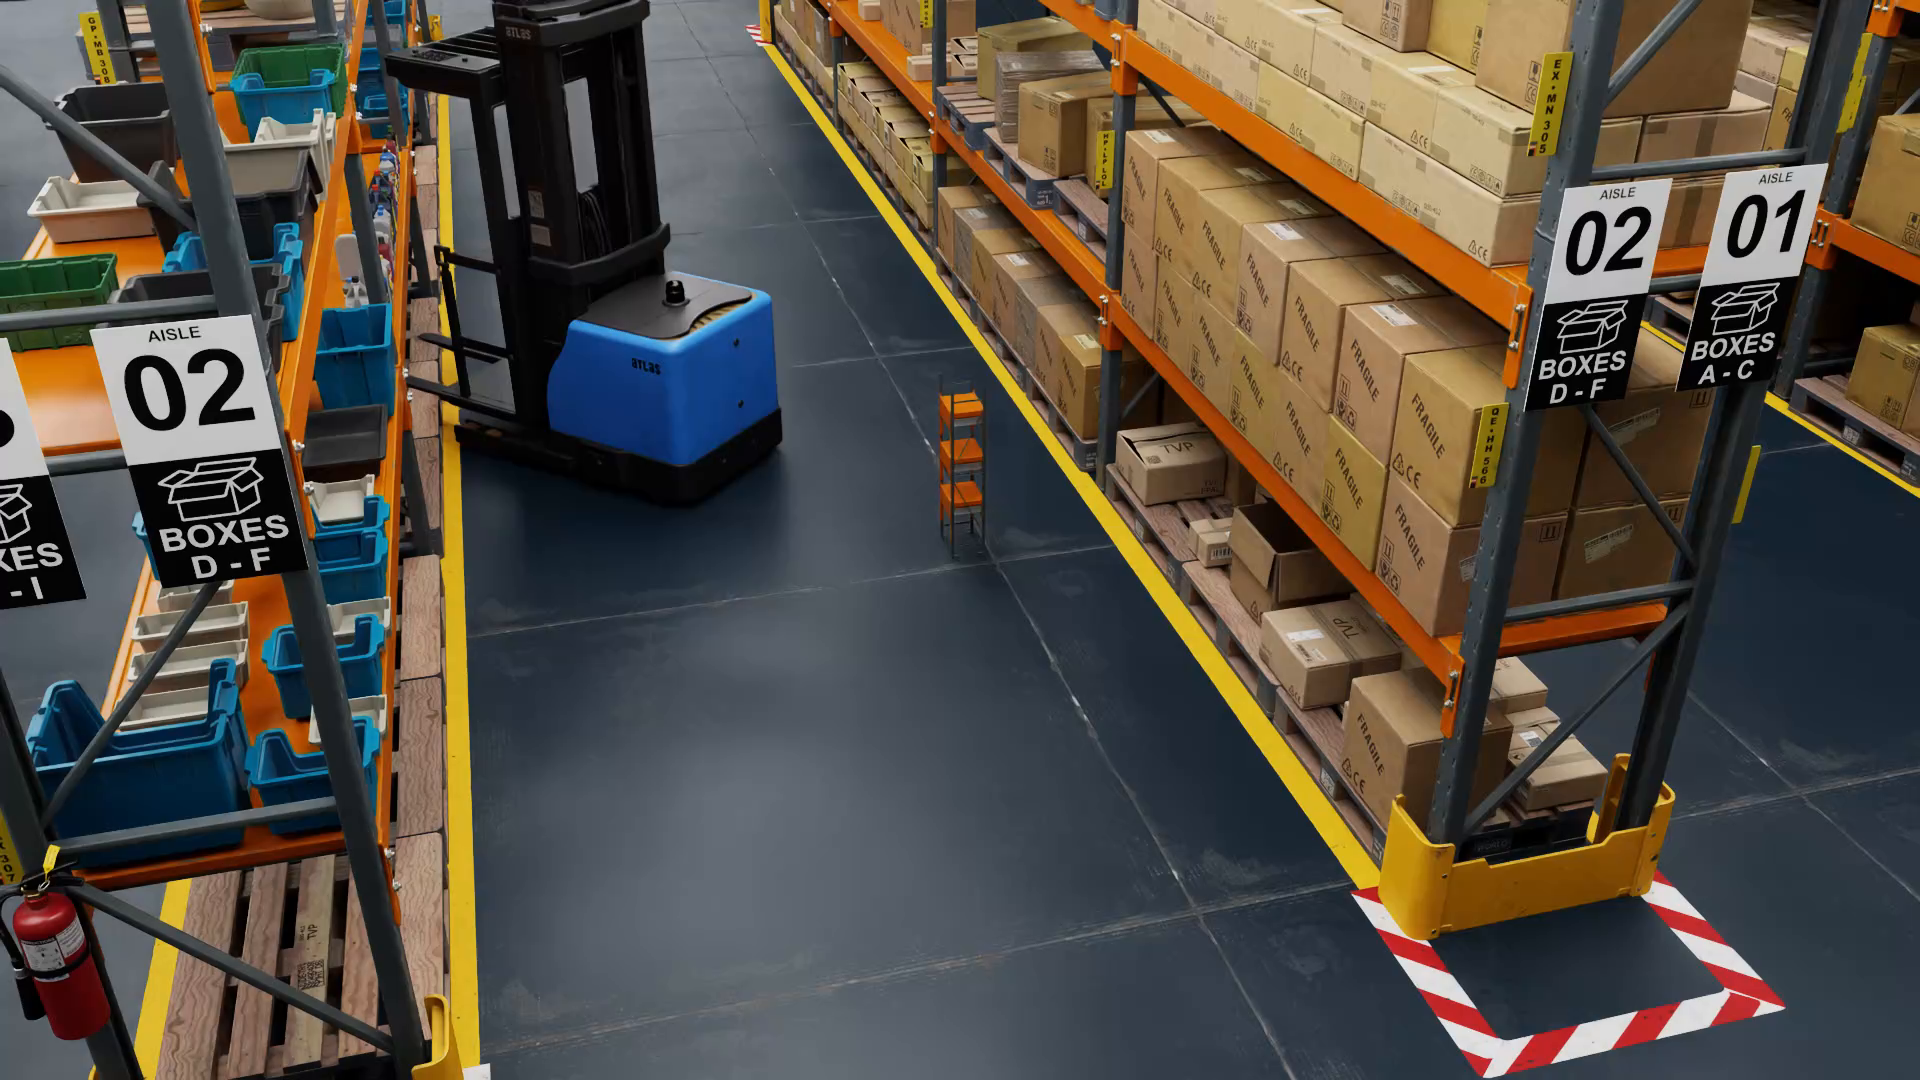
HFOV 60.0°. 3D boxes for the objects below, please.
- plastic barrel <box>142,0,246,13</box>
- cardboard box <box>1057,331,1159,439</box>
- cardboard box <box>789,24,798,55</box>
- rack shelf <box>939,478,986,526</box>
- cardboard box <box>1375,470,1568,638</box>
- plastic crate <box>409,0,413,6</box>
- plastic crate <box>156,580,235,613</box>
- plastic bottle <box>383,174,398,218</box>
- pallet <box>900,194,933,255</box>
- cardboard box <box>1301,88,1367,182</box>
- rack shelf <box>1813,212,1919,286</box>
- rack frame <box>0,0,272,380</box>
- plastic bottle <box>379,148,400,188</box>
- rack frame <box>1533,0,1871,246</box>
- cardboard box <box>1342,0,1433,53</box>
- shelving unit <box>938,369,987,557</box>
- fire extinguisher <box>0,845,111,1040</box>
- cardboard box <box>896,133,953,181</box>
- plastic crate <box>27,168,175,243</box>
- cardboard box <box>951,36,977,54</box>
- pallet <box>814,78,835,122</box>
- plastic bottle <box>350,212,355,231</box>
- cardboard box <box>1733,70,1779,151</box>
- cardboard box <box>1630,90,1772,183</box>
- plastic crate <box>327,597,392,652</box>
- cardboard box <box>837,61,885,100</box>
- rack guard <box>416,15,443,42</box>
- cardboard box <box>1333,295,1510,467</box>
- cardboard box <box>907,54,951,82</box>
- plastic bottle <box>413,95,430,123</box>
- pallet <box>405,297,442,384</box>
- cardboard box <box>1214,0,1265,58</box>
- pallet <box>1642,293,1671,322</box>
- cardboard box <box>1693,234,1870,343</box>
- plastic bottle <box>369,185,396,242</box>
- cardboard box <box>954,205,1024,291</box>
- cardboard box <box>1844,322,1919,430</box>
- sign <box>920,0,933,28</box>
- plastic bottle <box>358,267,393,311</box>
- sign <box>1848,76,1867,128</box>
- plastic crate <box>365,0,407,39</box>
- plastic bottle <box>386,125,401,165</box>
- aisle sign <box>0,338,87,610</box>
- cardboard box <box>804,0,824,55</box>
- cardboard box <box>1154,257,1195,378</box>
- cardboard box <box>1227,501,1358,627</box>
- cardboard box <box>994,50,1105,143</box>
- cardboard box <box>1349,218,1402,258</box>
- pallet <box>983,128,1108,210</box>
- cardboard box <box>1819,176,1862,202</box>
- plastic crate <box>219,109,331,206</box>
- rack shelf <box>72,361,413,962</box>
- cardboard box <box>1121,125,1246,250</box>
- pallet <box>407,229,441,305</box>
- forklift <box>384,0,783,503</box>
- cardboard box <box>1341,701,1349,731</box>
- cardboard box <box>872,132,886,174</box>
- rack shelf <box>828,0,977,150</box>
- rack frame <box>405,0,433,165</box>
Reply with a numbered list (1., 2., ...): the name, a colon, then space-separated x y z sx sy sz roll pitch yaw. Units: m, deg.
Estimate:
1. plastic barrel: -3.874 -3.007 8.349 0.600 0.588 0.600 0 30 0
2. cardboard box: 0.934 -0.997 10.534 0.500 0.500 0.500 -8 31 -14
3. cardboard box: -1.648 -5.704 18.937 0.500 0.250 0.500 -8 31 -13
4. rack shelf: 0.014 -0.179 9.587 0.215 0.259 0.240 -8 31 -13
5. cardboard box: 2.021 0.020 6.621 0.500 0.500 0.500 -7 31 -12
6. plastic crate: -5.575 -5.138 15.695 0.767 0.338 0.504 -8 31 -13
7. plastic crate: -3.022 0.205 6.604 0.298 0.136 0.250 -8 31 -13
8. plastic bottle: -3.675 -2.222 10.711 0.061 0.283 0.133 -8 31 -13
9. pallet: 0.098 -2.816 14.404 1.003 0.211 1.213 -8 31 -13
10. cardboard box: 1.745 -1.685 6.823 0.500 0.250 0.500 -8 31 -13
11. rack shelf: 6.647 -1.071 9.325 1.077 0.370 4.000 -8 31 -13
12. rack frame: -2.374 -1.696 3.697 1.000 3.000 0.127 -8 31 -13
13. plastic bottle: -3.853 -2.505 11.212 0.097 0.271 0.097 0 30 0
14. rack frame: 2.403 -2.353 4.832 1.000 3.000 0.127 -8 31 -13
15. cardboard box: 1.964 -2.256 6.562 0.700 0.500 0.500 -8 31 -13
16. shelving unit: 0.014 -0.429 9.442 0.215 1.050 0.252 -8 31 -13
17. fire extinguisher: -2.772 1.229 5.082 0.296 0.674 0.183 -8 31 -13
18. cardboard box: -0.241 -3.325 14.266 0.500 0.311 0.500 -8 31 -14
19. plastic crate: -3.162 -1.249 6.182 0.437 0.136 0.530 -8 31 -13
20. cardboard box: 0.229 -4.039 13.823 0.500 0.311 0.500 -8 31 -14
21. pallet: -0.953 -4.735 17.719 1.003 0.211 1.213 -8 31 -13
22. plastic bottle: -3.694 -1.944 10.242 0.097 0.271 0.097 0 30 0
23. cardboard box: 5.606 -2.964 11.459 0.500 0.500 0.500 -8 31 -13
24. cardboard box: 2.517 -1.489 5.984 0.500 0.250 0.500 -8 31 -13
25. plastic crate: -2.307 0.332 6.385 0.250 0.136 0.298 -8 31 -13
26. cardboard box: -0.913 -4.554 16.389 0.500 0.311 0.500 -8 31 -13
27. rack guard: -6.555 -5.715 19.124 1.175 0.500 0.348 -8 31 -13
28. cardboard box: 1.885 -0.655 6.789 0.500 0.500 0.500 -7 31 -12
29. cardboard box: -0.226 -3.909 13.760 0.380 0.149 0.250 -8 31 -13
30. plastic bottle: -5.333 -4.271 16.415 0.152 0.276 0.135 -7 31 -11
31. pallet: -4.248 -1.381 11.925 1.003 0.211 1.213 -8 31 -13
32. cardboard box: 1.486 -2.386 7.534 0.500 0.250 0.500 -8 31 -13
33. pallet: 5.511 -2.095 13.158 1.003 0.211 1.213 -8 31 -13
34. cardboard box: 5.818 -1.897 11.759 0.750 0.750 0.750 -7 31 -13
35. plastic bottle: -3.589 -2.015 10.286 0.144 0.351 0.185 -8 31 -13
36. cardboard box: 0.269 -2.219 12.645 0.500 0.500 0.500 -9 31 -15
37. cardboard box: 6.216 -1.074 10.687 0.700 0.500 0.500 -7 31 -13
38. sign: -0.255 -4.046 12.590 0.100 0.325 0.005 -8 31 -13
39. plastic bottle: -3.288 -1.429 9.348 0.152 0.276 0.135 -8 31 -13
40. sign: 5.595 -2.739 10.410 0.100 0.325 0.005 -8 31 -13
41. plastic crate: -4.966 -4.397 14.368 0.392 0.384 0.575 -8 31 -13
42. plastic bottle: -3.979 -2.774 11.665 0.061 0.283 0.133 -8 31 -13
43. aisle sign: -2.637 -0.151 4.421 0.394 0.787 0.004 -8 31 -13
44. cardboard box: -1.374 -5.547 17.916 0.500 0.500 0.500 -8 31 -13
45. cardboard box: 1.353 -1.202 8.733 0.500 0.500 0.500 -7 31 -12
46. cardboard box: 1.845 0.109 8.621 0.797 0.503 0.637 -8 31 -13
47. cardboard box: 0.614 -3.089 11.573 0.700 0.500 0.500 -2 30 -4
48. cardboard box: 2.129 -1.221 7.767 0.500 0.500 0.500 -8 31 -14
49. pallet: 0.800 -2.598 11.436 1.003 0.211 1.213 -8 31 -13
50. cardboard box: 5.753 -2.374 11.088 0.380 0.149 0.250 -8 31 -13
51. plastic crate: -2.665 -1.458 6.398 0.437 0.282 0.530 -8 31 -13
52. rack shelf: -2.905 0.246 7.049 1.077 0.370 4.000 -8 31 -13
53. cardboard box: 1.195 -1.899 8.939 0.500 0.500 0.500 -7 31 -12
54. pallet: -4.666 -2.136 13.229 1.003 0.211 1.213 -8 31 -13
55. forklift: -2.678 -2.025 10.323 3.031 2.935 1.130 16 34 26
56. cardboard box: 2.000 0.842 7.690 0.380 0.166 0.250 -8 31 -13
57. cardboard box: -0.506 -3.573 15.255 0.500 0.250 0.500 -7 31 -12
58. rack shelf: -0.252 -4.275 14.859 1.077 0.370 4.000 -8 31 -13
59. rack frame: -5.559 -4.895 15.213 1.000 3.000 0.127 -8 31 -13
